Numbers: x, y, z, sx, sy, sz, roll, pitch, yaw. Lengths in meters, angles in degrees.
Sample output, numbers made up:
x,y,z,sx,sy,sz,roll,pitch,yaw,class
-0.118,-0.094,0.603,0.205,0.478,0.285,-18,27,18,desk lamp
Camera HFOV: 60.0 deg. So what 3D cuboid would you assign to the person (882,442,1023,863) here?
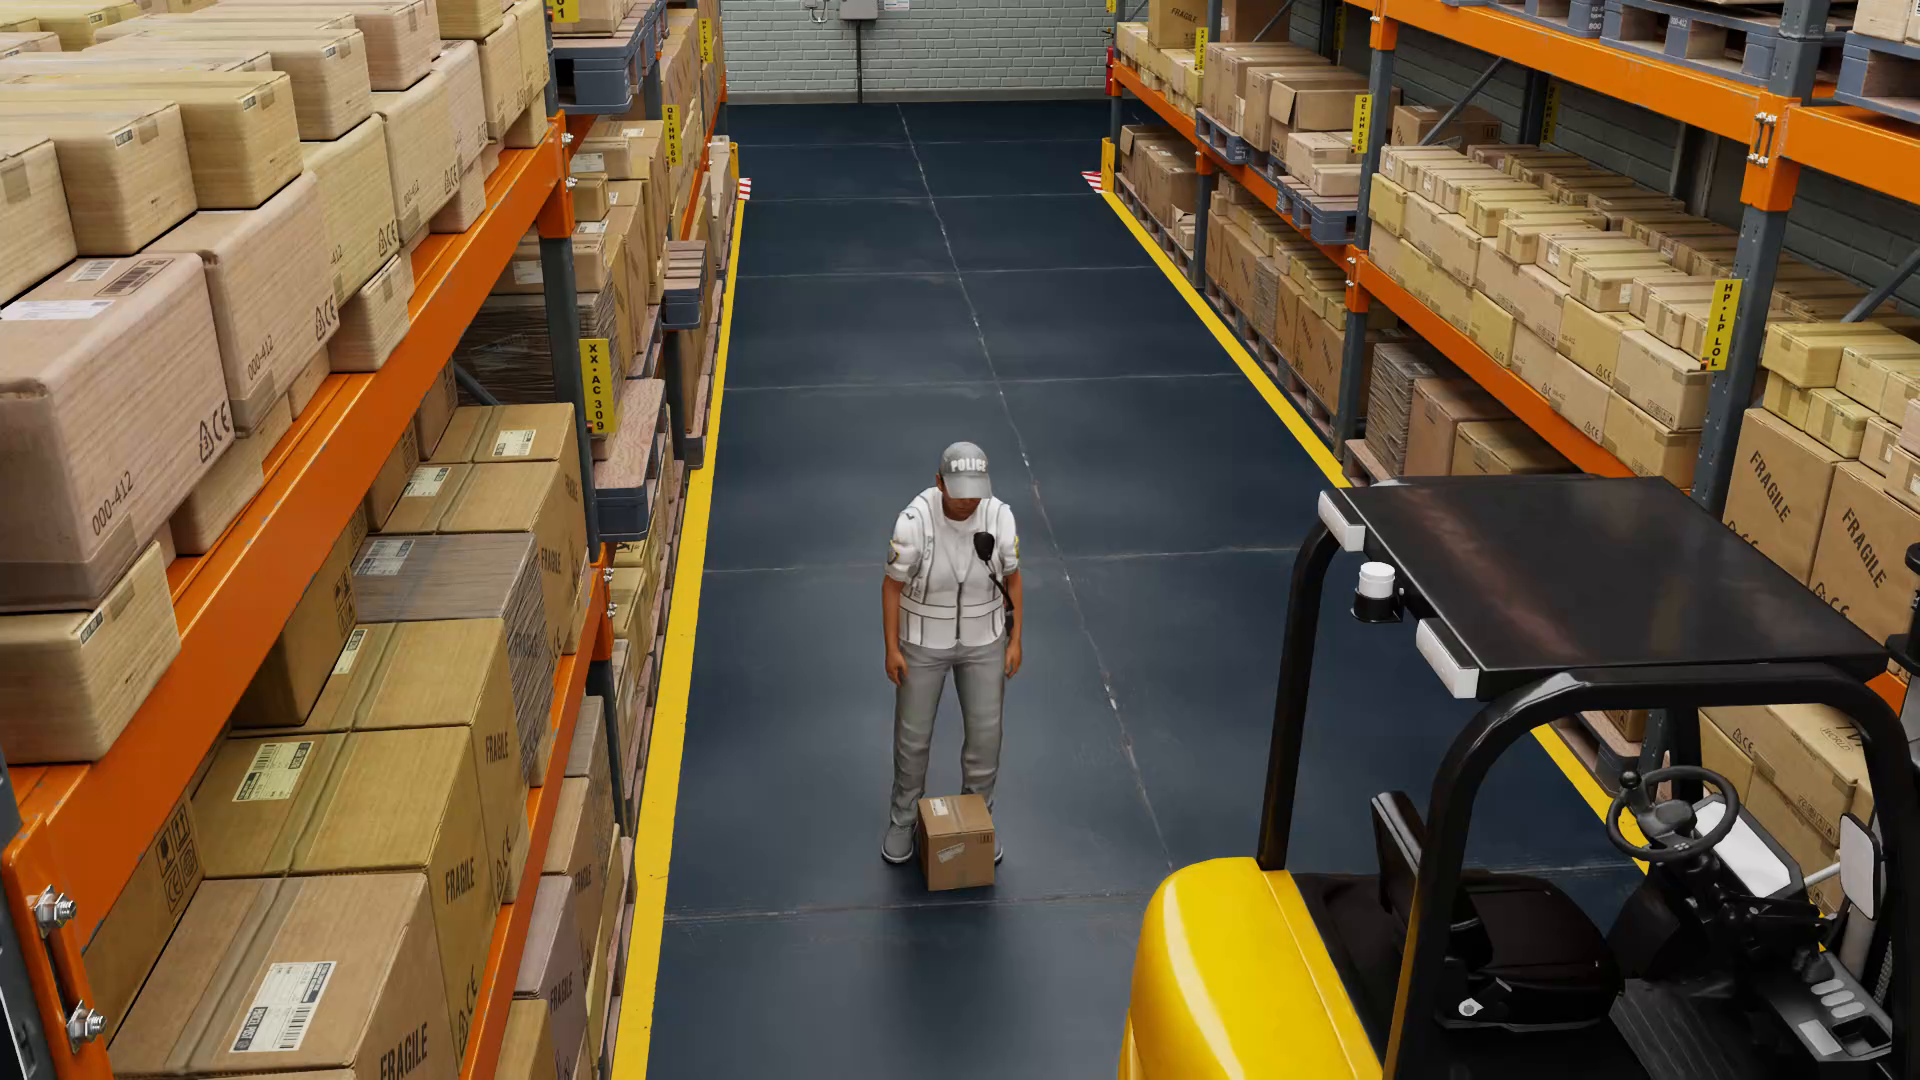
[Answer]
x,y,z,sx,sy,sz,roll,pitch,yaw,class
-0.036,0.404,6.181,0.561,1.665,0.470,-4,24,-8,person
